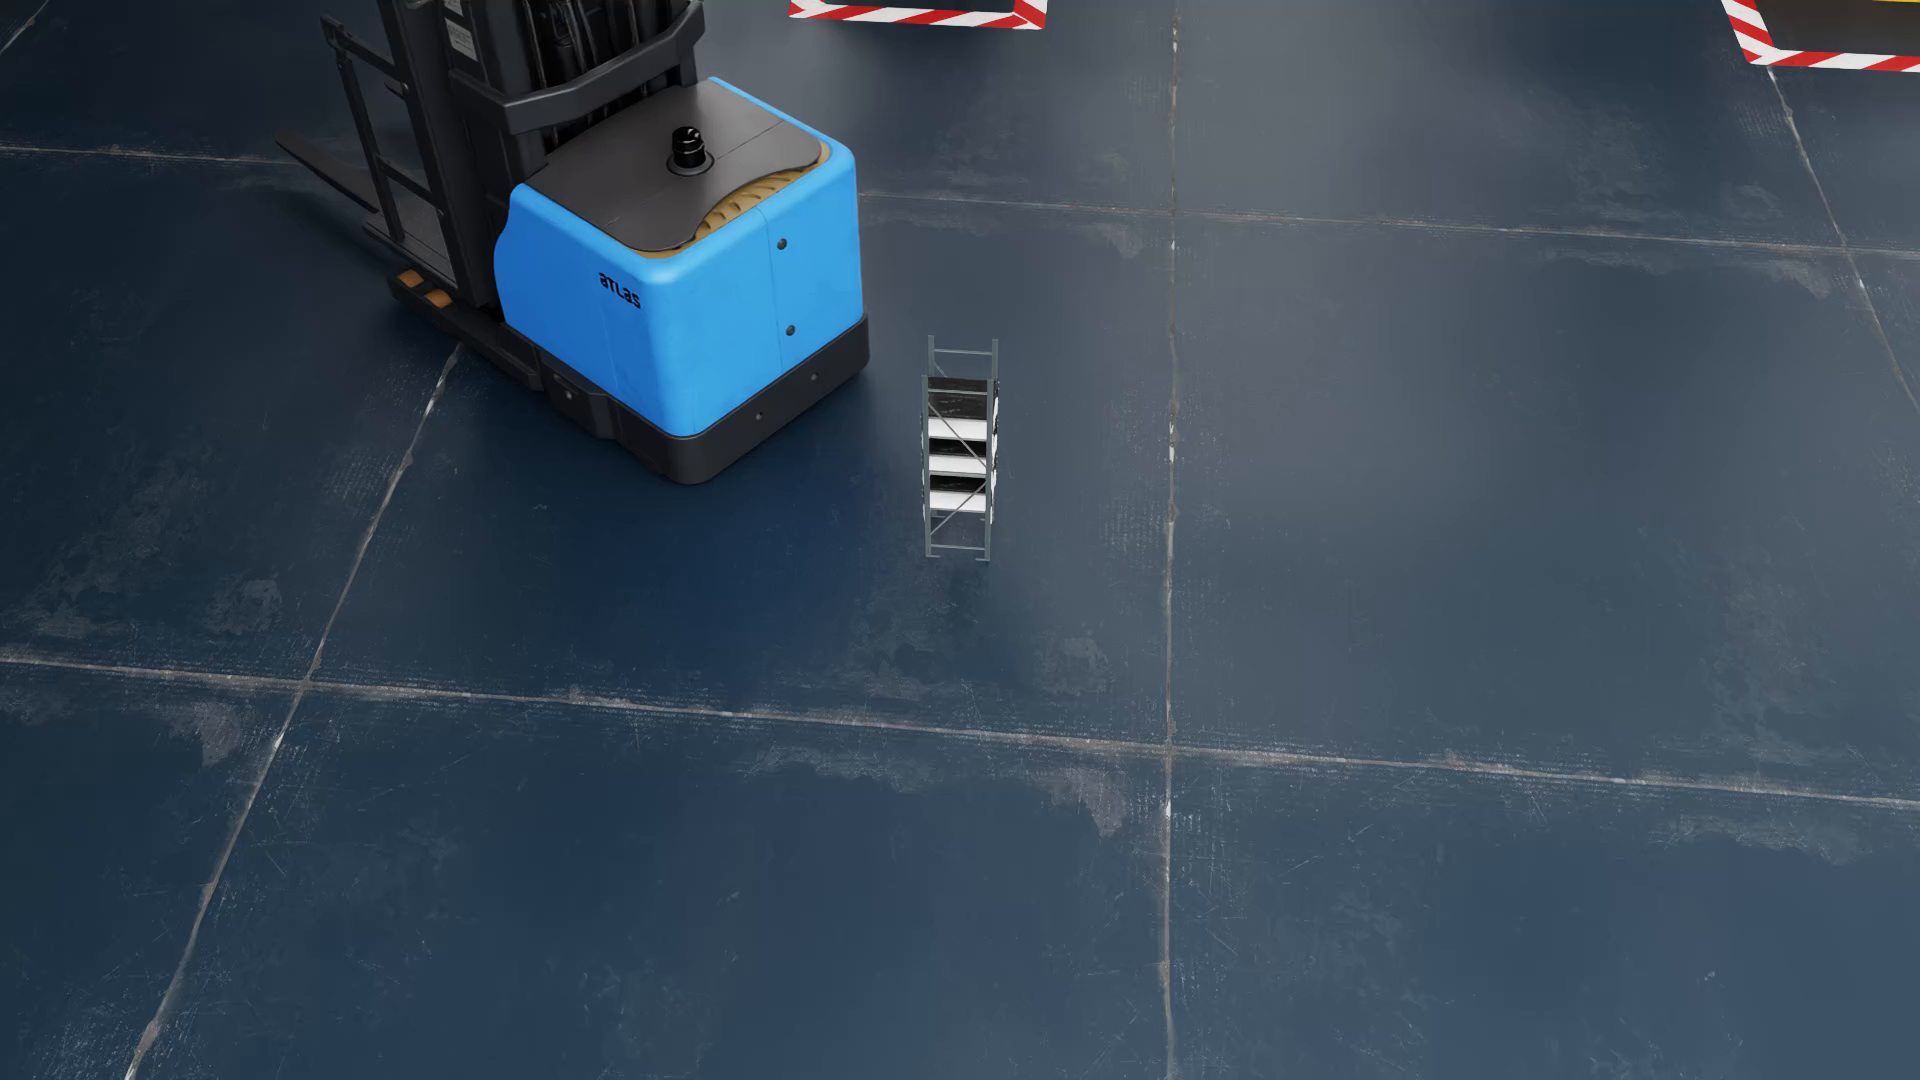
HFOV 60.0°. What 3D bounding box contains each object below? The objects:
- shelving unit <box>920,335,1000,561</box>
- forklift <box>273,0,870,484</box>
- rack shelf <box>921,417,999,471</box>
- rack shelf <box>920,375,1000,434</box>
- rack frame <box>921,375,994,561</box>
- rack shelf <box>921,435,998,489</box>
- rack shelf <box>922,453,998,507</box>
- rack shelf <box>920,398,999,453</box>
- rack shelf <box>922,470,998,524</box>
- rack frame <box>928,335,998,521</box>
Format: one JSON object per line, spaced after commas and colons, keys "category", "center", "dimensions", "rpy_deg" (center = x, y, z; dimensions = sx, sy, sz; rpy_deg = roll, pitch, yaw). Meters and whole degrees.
{"category": "shelving unit", "center": [0.001, -0.310, 5.923], "dimensions": [0.258, 0.900, 0.210], "rpy_deg": [4, 48, 4]}
{"category": "forklift", "center": [-1.810, -2.149, 6.229], "dimensions": [3.031, 2.935, 1.130], "rpy_deg": [33, 56, 27]}
{"category": "rack shelf", "center": [0.001, -0.348, 5.882], "dimensions": [0.258, 0.077, 0.200], "rpy_deg": [4, 48, 4]}
{"category": "rack shelf", "center": [0.001, -0.469, 5.749], "dimensions": [0.258, 0.077, 0.200], "rpy_deg": [4, 48, 4]}
{"category": "rack frame", "center": [-0.009, -0.235, 5.855], "dimensions": [0.240, 0.900, 0.006], "rpy_deg": [4, 48, 4]}
{"category": "rack shelf", "center": [0.001, -0.287, 5.948], "dimensions": [0.258, 0.077, 0.200], "rpy_deg": [4, 48, 4]}
{"category": "rack shelf", "center": [0.001, -0.226, 6.014], "dimensions": [0.258, 0.077, 0.200], "rpy_deg": [4, 48, 4]}
{"category": "rack shelf", "center": [0.001, -0.409, 5.815], "dimensions": [0.258, 0.077, 0.200], "rpy_deg": [4, 48, 4]}
{"category": "rack shelf", "center": [0.001, -0.166, 6.081], "dimensions": [0.258, 0.077, 0.200], "rpy_deg": [4, 48, 4]}
{"category": "rack frame", "center": [0.010, -0.384, 5.992], "dimensions": [0.240, 0.900, 0.006], "rpy_deg": [4, 48, 4]}
